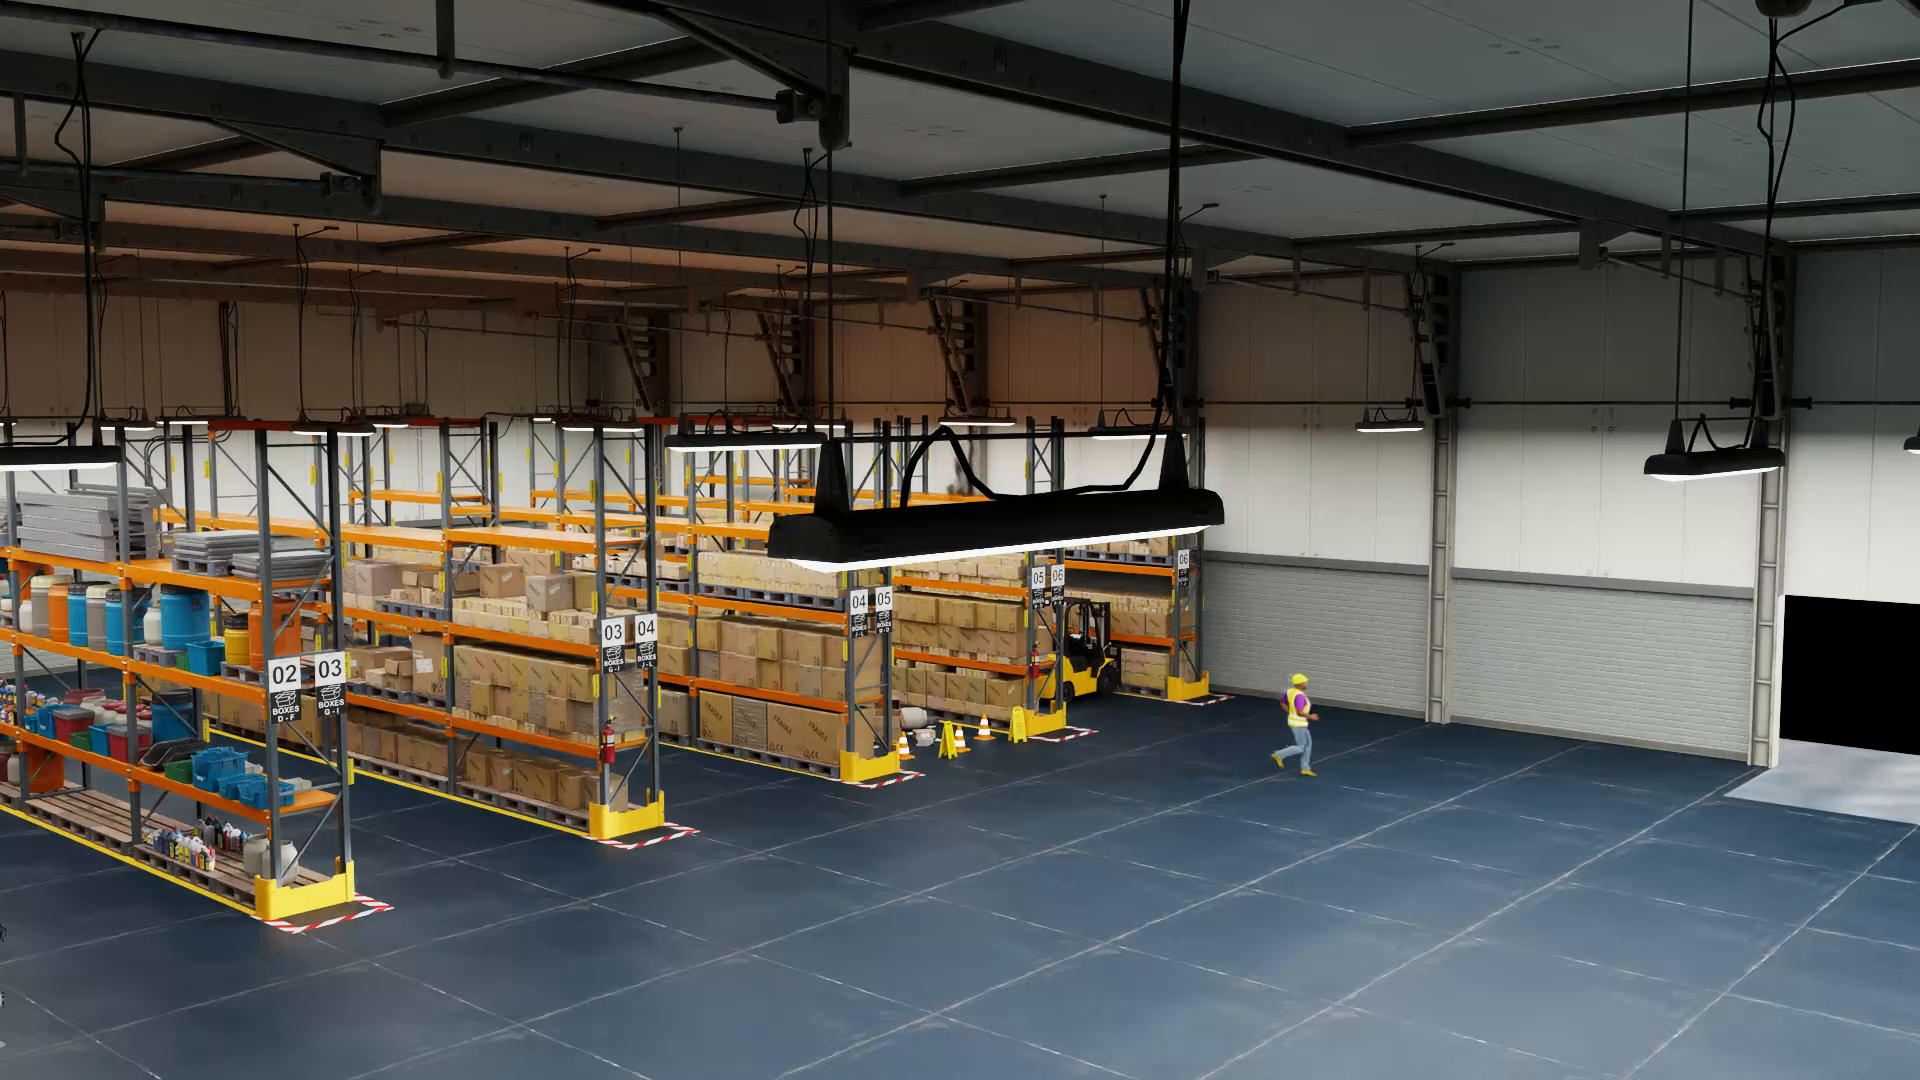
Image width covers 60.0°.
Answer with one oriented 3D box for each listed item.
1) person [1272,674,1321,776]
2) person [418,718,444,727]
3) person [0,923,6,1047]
[{"bbox_3d":[5.671,3.143,28.148,0.825,1.764,0.709,0,5,-4],"label":"person"},{"bbox_3d":[-10.484,2.741,32.645,0.951,1.783,0.658,3,6,33],"label":"person"},{"bbox_3d":[-9.689,4.161,16.267,0.620,1.681,0.630,-1,5,-14],"label":"person"}]
